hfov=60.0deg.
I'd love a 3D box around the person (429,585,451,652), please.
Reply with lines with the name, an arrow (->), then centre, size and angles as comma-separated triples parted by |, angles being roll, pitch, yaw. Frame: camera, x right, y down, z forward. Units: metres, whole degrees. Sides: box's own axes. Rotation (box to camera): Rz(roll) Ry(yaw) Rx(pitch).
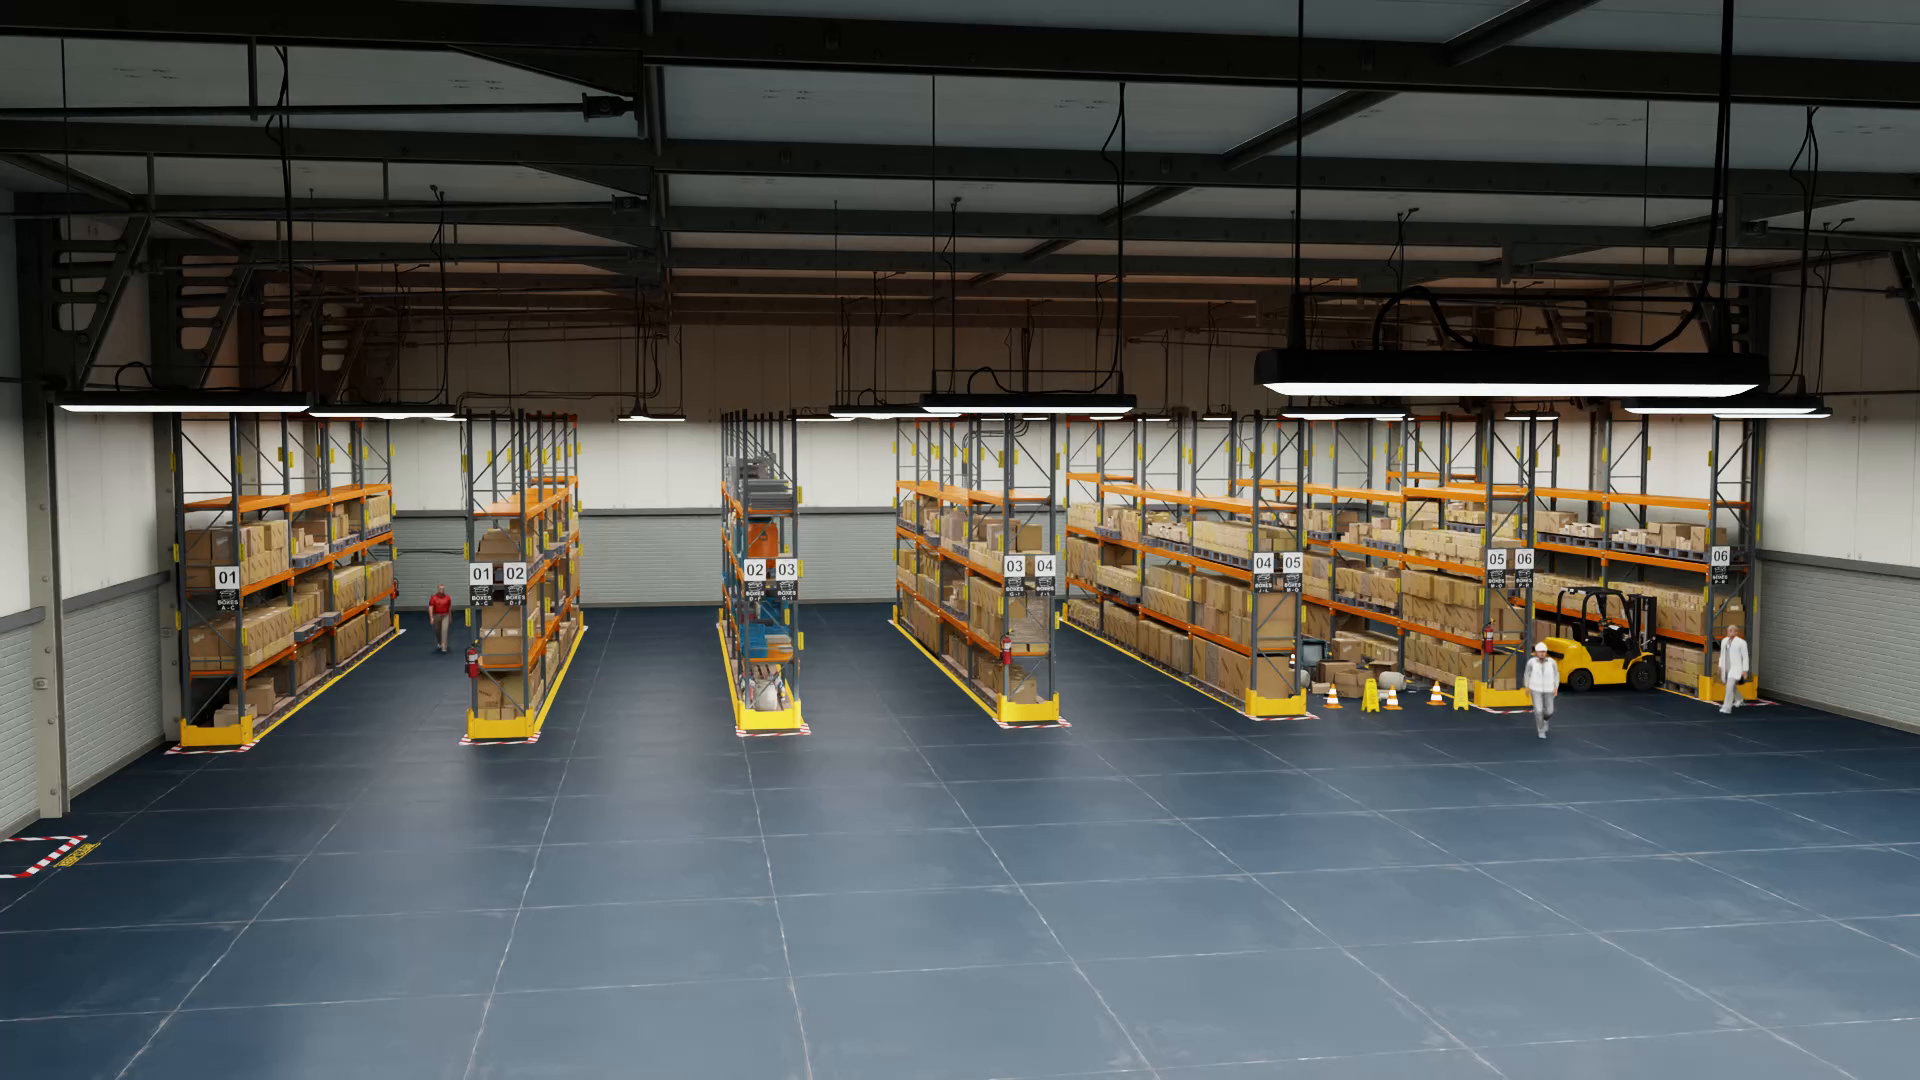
person -> -13.083, 1.962, 41.816 | 0.518, 1.664, 1.099 | -1, 4, -13

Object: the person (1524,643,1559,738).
person -> 10.665, 2.727, 30.519 | 0.598, 1.747, 0.700 | 1, 4, 10

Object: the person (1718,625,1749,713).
person -> 15.355, 2.545, 32.981 | 1.113, 1.733, 0.580 | -3, 5, -36
